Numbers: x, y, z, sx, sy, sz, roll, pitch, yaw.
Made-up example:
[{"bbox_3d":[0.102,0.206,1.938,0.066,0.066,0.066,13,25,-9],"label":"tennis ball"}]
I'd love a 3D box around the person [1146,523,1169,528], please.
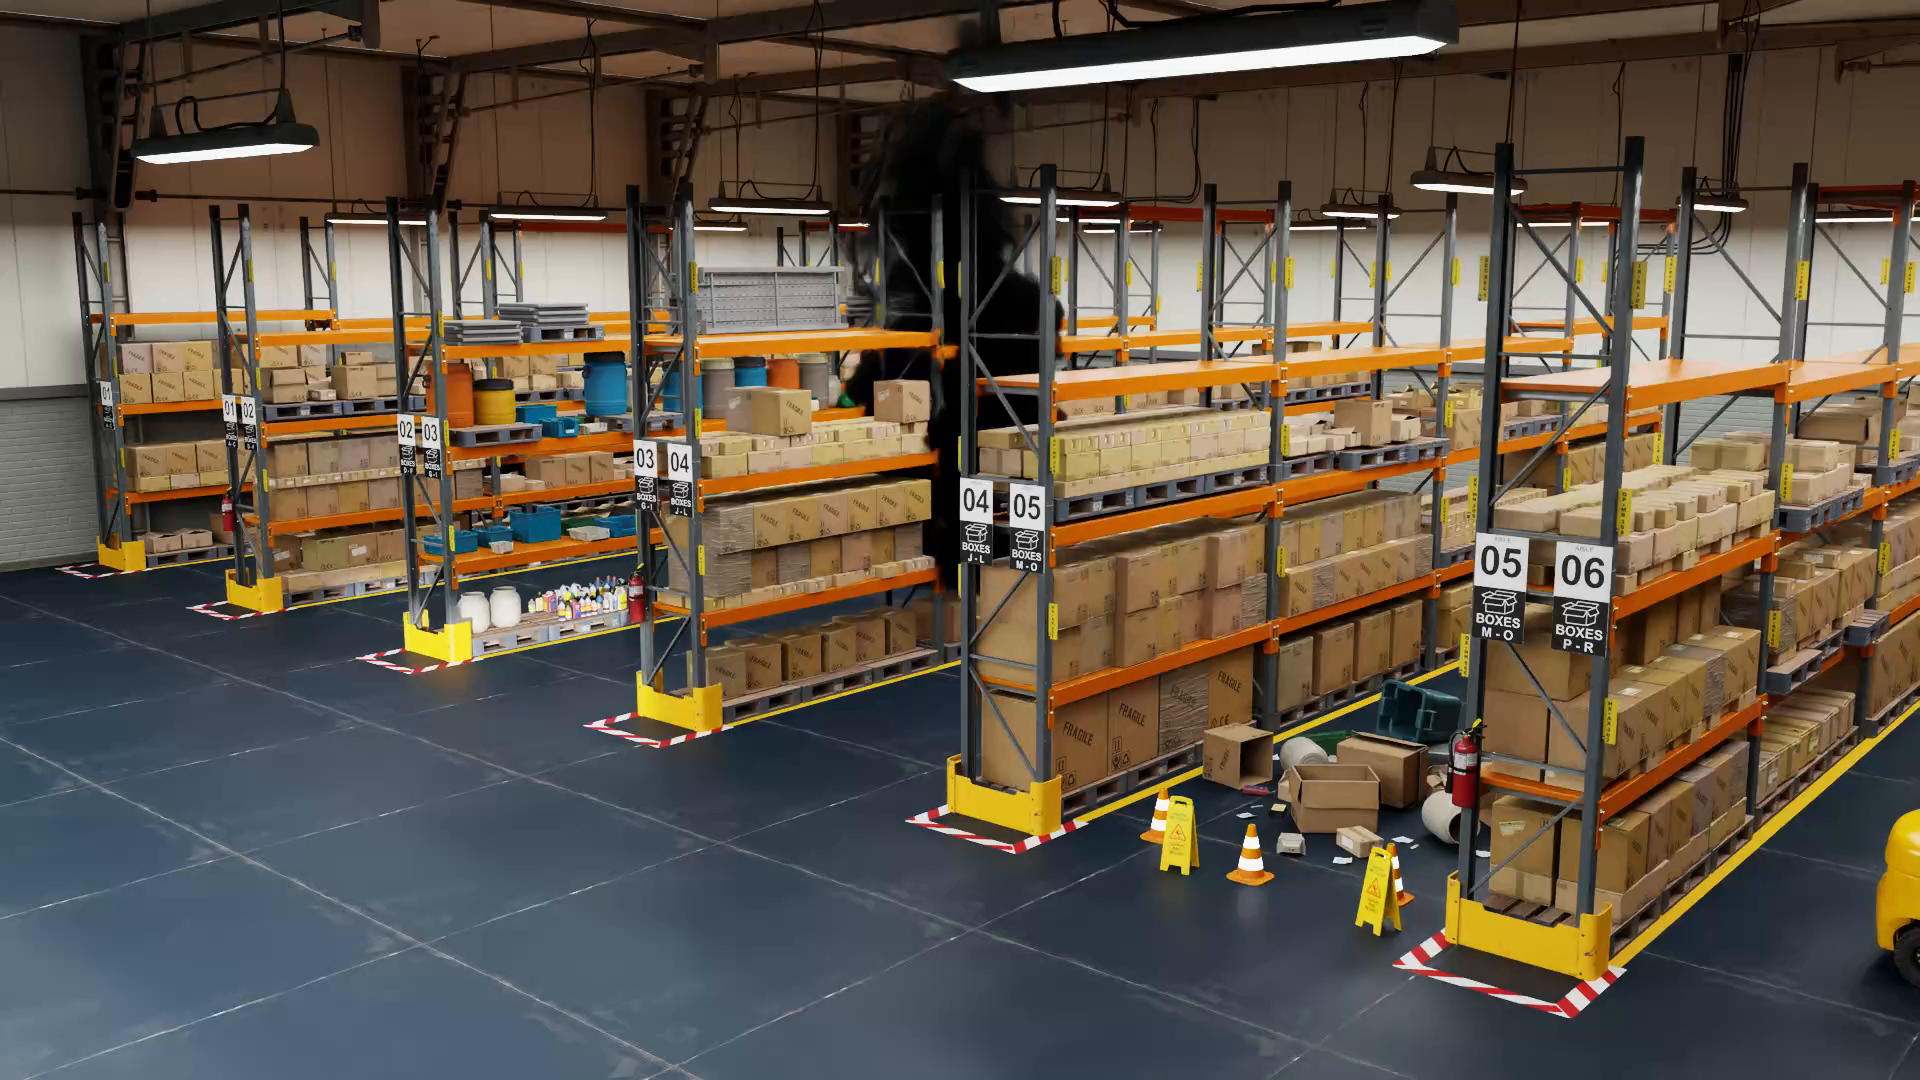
[{"bbox_3d":[2.554,0.347,22.488,0.672,1.840,0.723,8,12,39],"label":"person"}]
